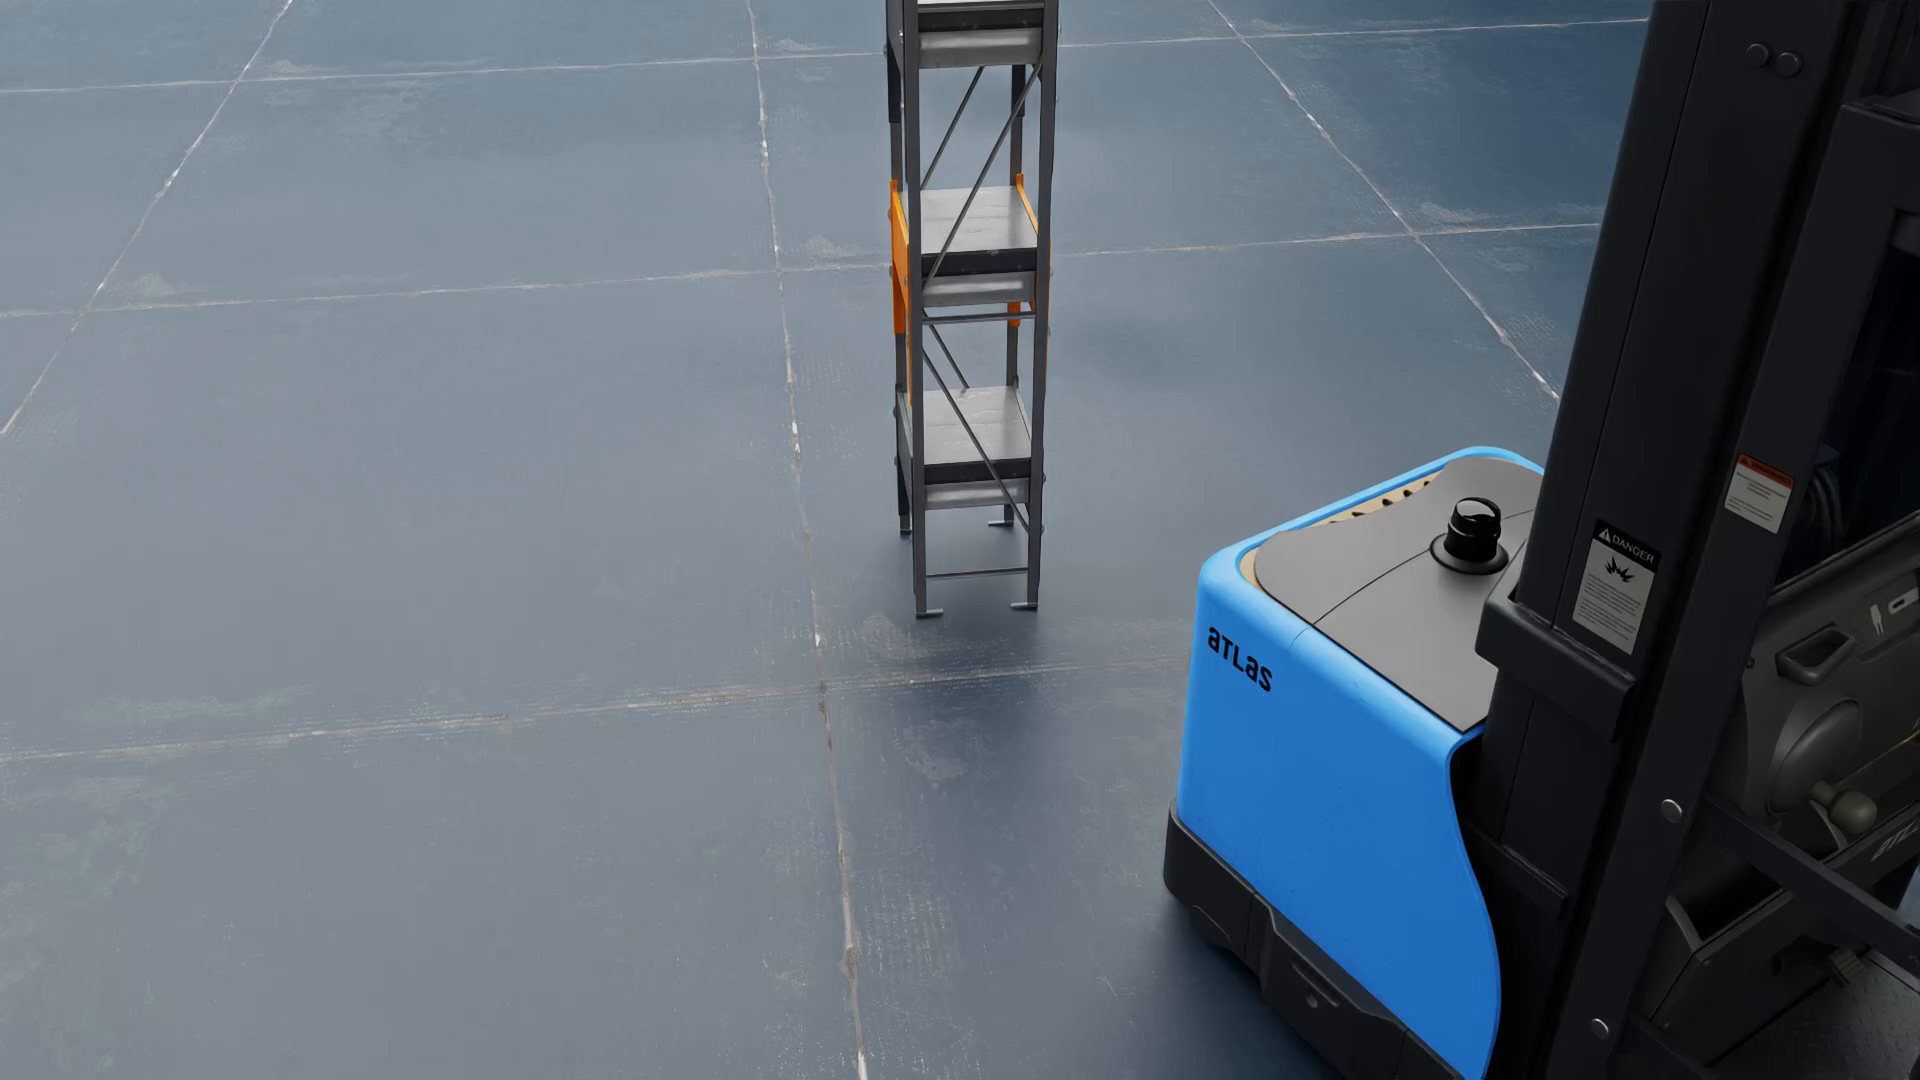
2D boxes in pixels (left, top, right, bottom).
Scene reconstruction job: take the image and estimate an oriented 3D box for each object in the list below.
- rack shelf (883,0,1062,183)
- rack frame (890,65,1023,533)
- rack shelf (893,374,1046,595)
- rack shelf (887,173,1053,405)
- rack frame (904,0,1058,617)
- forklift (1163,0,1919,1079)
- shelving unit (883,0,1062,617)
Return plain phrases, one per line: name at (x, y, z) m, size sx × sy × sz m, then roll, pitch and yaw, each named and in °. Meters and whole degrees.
rack shelf at (0.022, -1.342, 4.637) m, size 0.431 × 0.518 × 0.480 m, roll -4°, pitch 35°, yaw -6°
rack frame at (-0.011, -0.911, 5.223) m, size 0.400 × 2.100 × 0.015 m, roll -4°, pitch 35°, yaw -6°
rack shelf at (0.022, -0.186, 5.425) m, size 0.431 × 0.518 × 0.480 m, roll -4°, pitch 35°, yaw -6°
rack shelf at (0.022, -0.764, 5.031) m, size 0.431 × 0.518 × 0.480 m, roll -4°, pitch 35°, yaw -6°
rack frame at (0.055, -0.639, 4.823) m, size 0.400 × 2.100 × 0.015 m, roll -4°, pitch 35°, yaw -6°
forklift at (1.766, 0.256, 2.772) m, size 1.130 × 2.935 × 3.031 m, roll -21°, pitch 39°, yaw -27°
shelving unit at (0.022, -0.775, 5.023) m, size 0.431 × 2.100 × 0.503 m, roll -4°, pitch 35°, yaw -6°
